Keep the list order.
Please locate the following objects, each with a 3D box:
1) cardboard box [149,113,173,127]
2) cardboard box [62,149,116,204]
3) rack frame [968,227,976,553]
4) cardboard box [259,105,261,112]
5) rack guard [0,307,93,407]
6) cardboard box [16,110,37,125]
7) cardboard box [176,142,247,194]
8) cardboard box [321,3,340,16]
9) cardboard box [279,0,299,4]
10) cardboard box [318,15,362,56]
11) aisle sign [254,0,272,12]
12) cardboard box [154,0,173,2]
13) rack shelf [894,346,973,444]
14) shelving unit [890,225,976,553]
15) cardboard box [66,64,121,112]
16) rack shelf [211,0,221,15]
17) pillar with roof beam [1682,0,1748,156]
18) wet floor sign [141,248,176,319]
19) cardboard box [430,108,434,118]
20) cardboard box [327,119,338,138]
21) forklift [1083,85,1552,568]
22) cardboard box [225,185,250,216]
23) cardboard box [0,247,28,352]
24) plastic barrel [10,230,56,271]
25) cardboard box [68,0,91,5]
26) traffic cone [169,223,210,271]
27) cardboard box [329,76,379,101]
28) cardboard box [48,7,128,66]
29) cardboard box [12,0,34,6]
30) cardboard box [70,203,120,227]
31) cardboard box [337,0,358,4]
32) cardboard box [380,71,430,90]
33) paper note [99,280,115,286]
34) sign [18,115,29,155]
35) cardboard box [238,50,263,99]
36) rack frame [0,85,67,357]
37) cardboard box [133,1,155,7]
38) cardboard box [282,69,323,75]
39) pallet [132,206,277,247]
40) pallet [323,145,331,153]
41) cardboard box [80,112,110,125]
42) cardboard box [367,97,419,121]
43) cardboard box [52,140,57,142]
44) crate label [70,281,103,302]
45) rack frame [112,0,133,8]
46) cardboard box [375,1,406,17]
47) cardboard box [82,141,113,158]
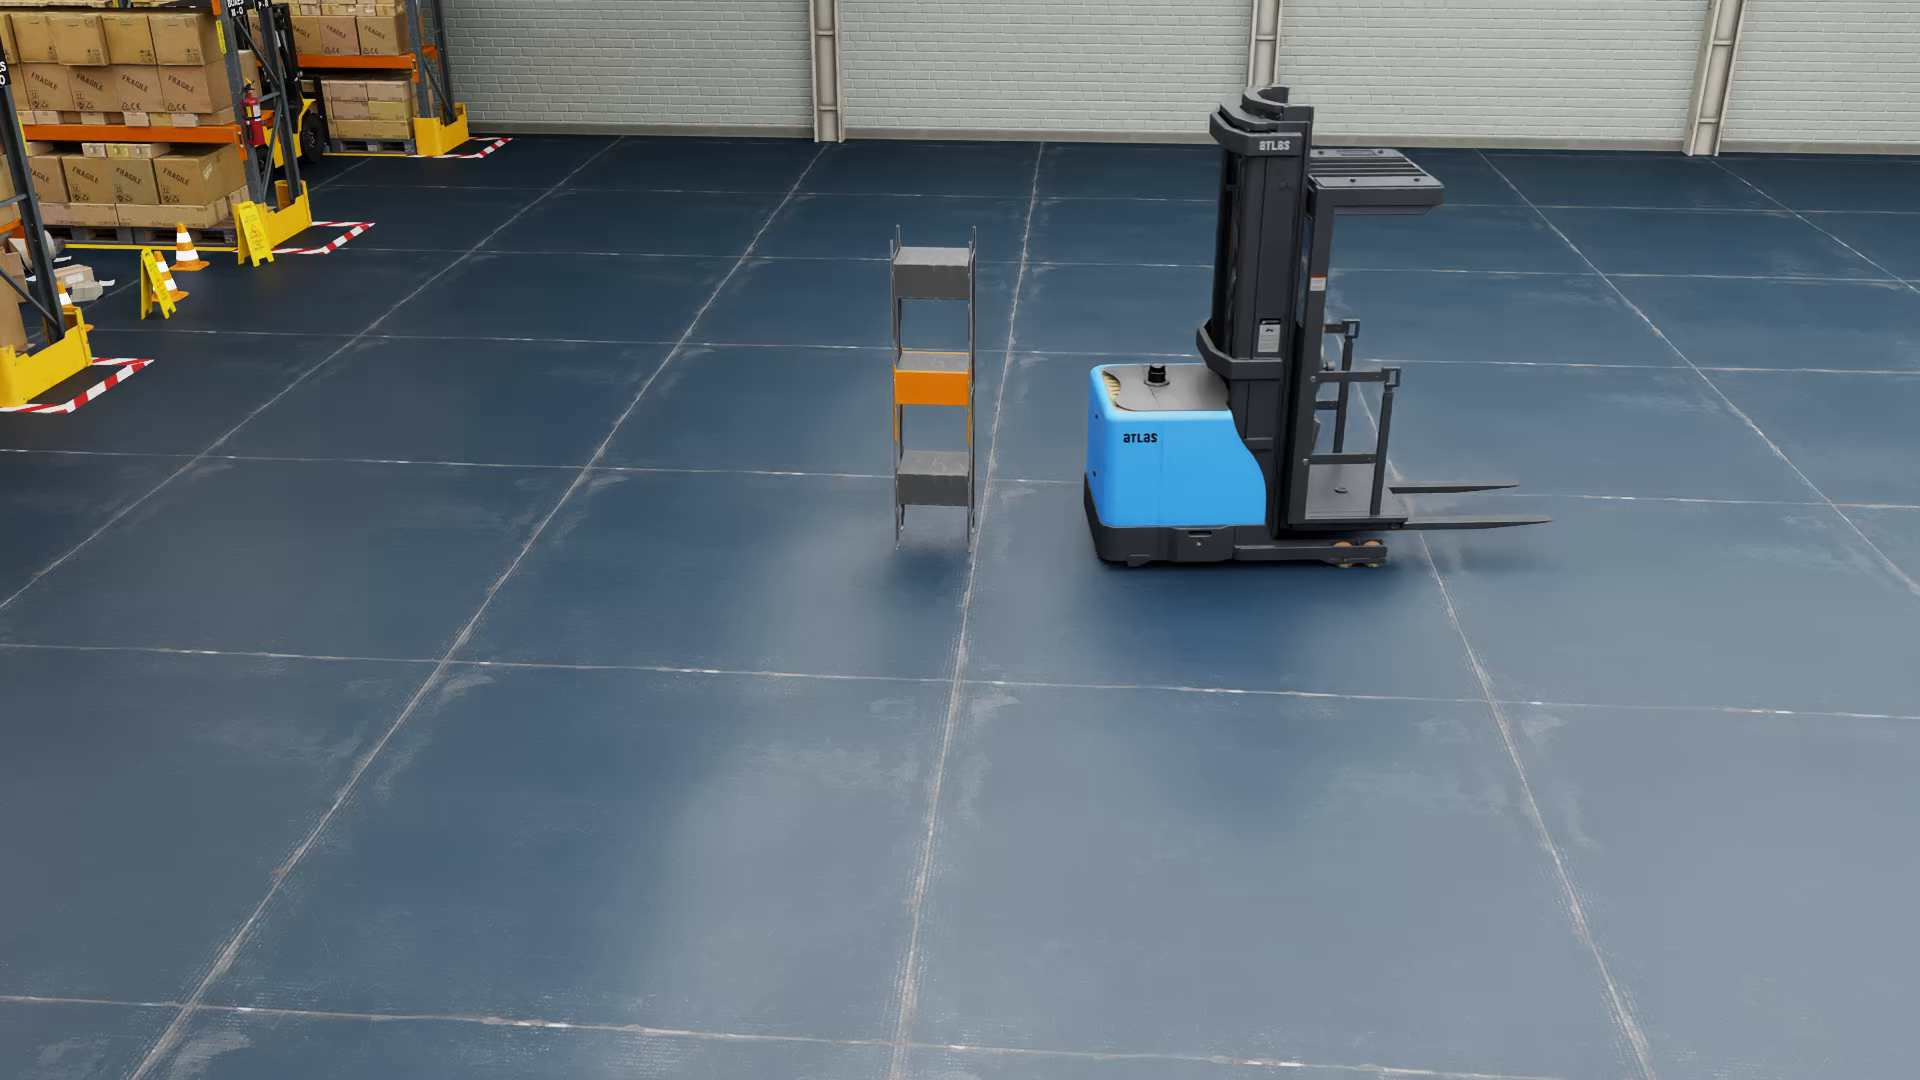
[{"bbox_3d":[-8.484,-4.550,17.849,0.250,0.149,0.380,1,25,3],"label":"cardboard box"},{"bbox_3d":[-9.422,-3.995,18.235,0.500,0.500,0.500,1,25,3],"label":"cardboard box"},{"bbox_3d":[0.078,-0.951,10.806,0.015,2.100,0.400,2,25,4],"label":"rack frame"},{"bbox_3d":[-7.903,-4.745,18.274,0.250,0.149,0.380,2,25,4],"label":"cardboard box"},{"bbox_3d":[-7.834,-1.559,14.040,0.348,0.500,1.175,2,25,4],"label":"rack guard"},{"bbox_3d":[-10.004,-4.587,17.931,0.250,0.149,0.380,2,25,4],"label":"cardboard box"},{"bbox_3d":[-8.387,-4.186,18.648,0.500,0.500,0.500,1,25,2],"label":"cardboard box"},{"bbox_3d":[-8.328,-7.107,22.212,0.250,0.149,0.380,2,25,4],"label":"cardboard box"},{"bbox_3d":[-8.857,-7.229,22.120,0.250,0.149,0.380,2,25,5],"label":"cardboard box"},{"bbox_3d":[-8.231,-6.803,22.326,0.500,0.500,0.500,3,25,6],"label":"cardboard box"},{"bbox_3d":[-7.495,-6.070,17.743,0.004,0.787,0.394,2,25,4],"label":"aisle sign"},{"bbox_3d":[-10.628,-7.337,22.355,0.250,0.149,0.380,2,25,5],"label":"cardboard box"},{"bbox_3d":[-0.165,-0.947,10.828,0.480,0.518,0.431,2,25,4],"label":"rack shelf"},{"bbox_3d":[-0.165,-0.959,10.823,0.503,2.100,0.431,2,25,4],"label":"shelving unit"},{"bbox_3d":[-9.140,-4.880,17.792,0.500,0.500,0.500,2,25,4],"label":"cardboard box"},{"bbox_3d":[-9.574,-5.862,17.673,4.000,0.370,1.077,2,25,4],"label":"rack shelf"},{"bbox_3d":[9.789,-7.584,16.966,0.400,9.000,9.100,2,25,4],"label":"pillar with roof beam"},{"bbox_3d":[-7.678,-2.450,15.803,0.232,0.644,0.267,-2,25,-5],"label":"wet floor sign"},{"bbox_3d":[-7.679,-5.870,23.205,0.500,0.250,0.500,2,25,4],"label":"cardboard box"},{"bbox_3d":[-8.690,-5.695,22.826,0.500,0.250,0.500,2,25,5],"label":"cardboard box"},{"bbox_3d":[2.395,-1.372,10.725,3.031,2.935,1.130,-1,25,-2],"label":"forklift"},{"bbox_3d":[-8.363,-3.845,18.804,0.500,0.250,0.500,2,25,4],"label":"cardboard box"},{"bbox_3d":[-8.539,-1.915,13.863,0.875,0.875,0.875,2,25,4],"label":"cardboard box"},{"bbox_3d":[-9.755,-3.027,17.321,0.421,0.421,0.512,22,33,39],"label":"plastic barrel"},{"bbox_3d":[-11.808,-7.218,22.452,0.250,0.149,0.380,1,25,3],"label":"cardboard box"},{"bbox_3d":[-8.108,-3.086,17.402,0.334,0.463,0.336,2,25,4],"label":"traffic cone"},{"bbox_3d":[-8.196,-6.125,22.564,0.500,0.250,0.500,2,25,5],"label":"cardboard box"},{"bbox_3d":[-9.127,-5.315,17.540,0.500,0.500,0.700,2,25,3],"label":"cardboard box"},{"bbox_3d":[-12.577,-7.235,22.490,0.250,0.149,0.380,1,25,3],"label":"cardboard box"},{"bbox_3d":[-9.445,-3.652,18.384,0.500,0.250,0.500,1,25,2],"label":"cardboard box"},{"bbox_3d":[-8.088,-7.222,22.105,0.250,0.149,0.380,2,25,5],"label":"cardboard box"},{"bbox_3d":[-7.668,-6.321,22.989,0.500,0.250,0.500,1,25,3],"label":"cardboard box"},{"bbox_3d":[-8.675,-2.614,16.894,0.142,0.019,0.148,-7,26,-14],"label":"paper note"},{"bbox_3d":[-7.810,-3.356,13.824,0.005,0.325,0.100,2,25,4],"label":"sign"},{"bbox_3d":[-8.031,-5.073,18.211,0.500,0.500,0.500,1,25,3],"label":"cardboard box"},{"bbox_3d":[-7.858,-2.696,13.520,0.127,3.000,1.000,2,25,4],"label":"rack frame"},{"bbox_3d":[-10.894,-7.179,22.368,0.250,0.149,0.380,1,25,3],"label":"cardboard box"},{"bbox_3d":[-9.175,-6.375,23.107,0.500,0.250,0.500,1,25,3],"label":"cardboard box"},{"bbox_3d":[-8.463,-3.538,18.687,1.213,0.211,1.003,2,25,4],"label":"pallet"},{"bbox_3d":[-9.183,-5.611,23.192,1.213,0.211,1.003,2,25,4],"label":"pallet"},{"bbox_3d":[-9.250,-4.582,17.921,0.250,0.149,0.380,2,25,3],"label":"cardboard box"},{"bbox_3d":[-7.713,-5.885,22.640,0.500,0.250,0.500,2,25,3],"label":"cardboard box"},{"bbox_3d":[-10.451,-4.250,18.787,0.500,0.500,0.500,2,25,5],"label":"cardboard box"},{"bbox_3d":[-8.642,-2.463,16.440,0.298,0.136,0.250,-11,27,-23],"label":"crate label"},{"bbox_3d":[-11.192,-6.959,22.785,0.127,3.000,1.000,2,25,4],"label":"rack frame"},{"bbox_3d":[-7.571,-7.065,22.120,0.250,0.149,0.380,2,25,5],"label":"cardboard box"},{"bbox_3d":[-9.283,-4.258,18.029,0.250,0.149,0.380,3,25,6],"label":"cardboard box"}]
